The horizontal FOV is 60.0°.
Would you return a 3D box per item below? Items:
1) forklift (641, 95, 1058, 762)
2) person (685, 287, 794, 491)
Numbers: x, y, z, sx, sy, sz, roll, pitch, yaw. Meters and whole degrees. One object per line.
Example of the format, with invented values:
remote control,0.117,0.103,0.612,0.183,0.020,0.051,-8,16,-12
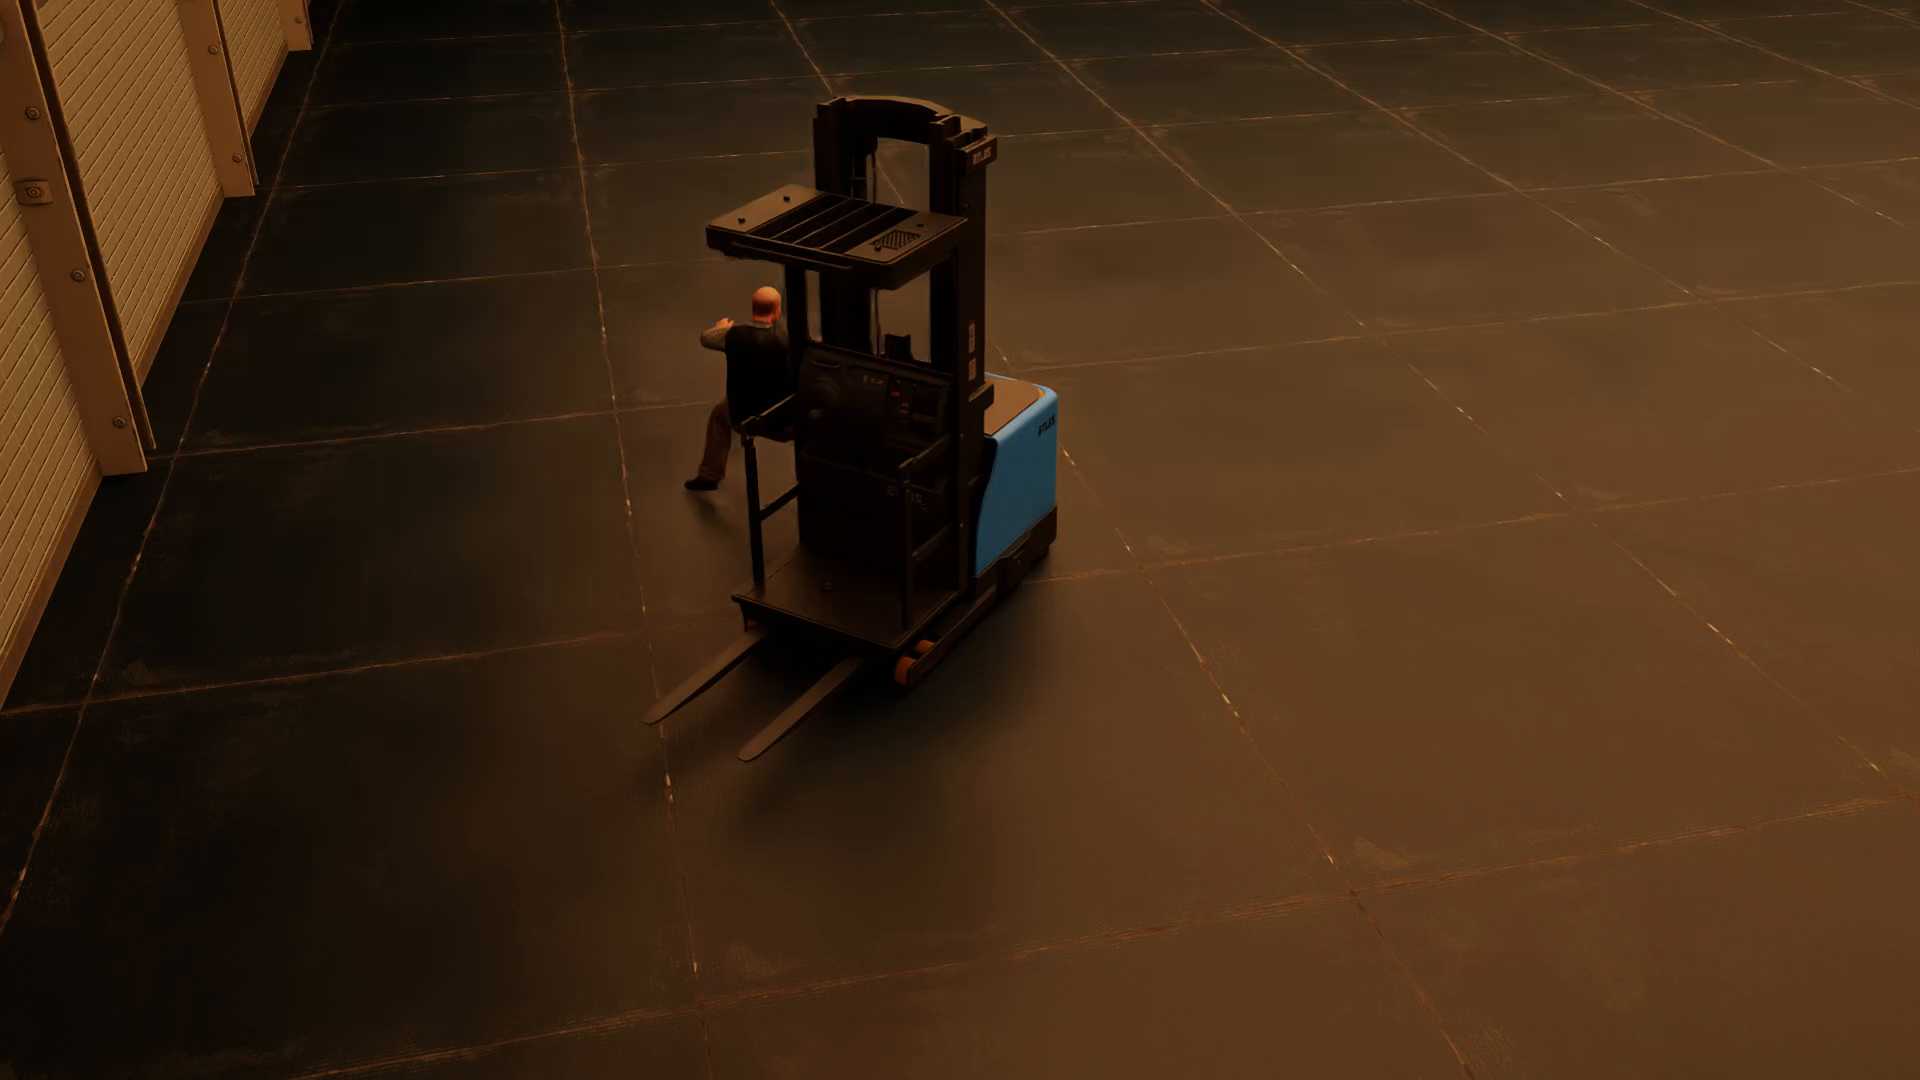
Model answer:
forklift,-0.576,-0.724,8.826,1.130,2.935,3.031,16,34,26
person,-1.216,-0.944,10.641,1.199,1.484,0.678,9,31,14
